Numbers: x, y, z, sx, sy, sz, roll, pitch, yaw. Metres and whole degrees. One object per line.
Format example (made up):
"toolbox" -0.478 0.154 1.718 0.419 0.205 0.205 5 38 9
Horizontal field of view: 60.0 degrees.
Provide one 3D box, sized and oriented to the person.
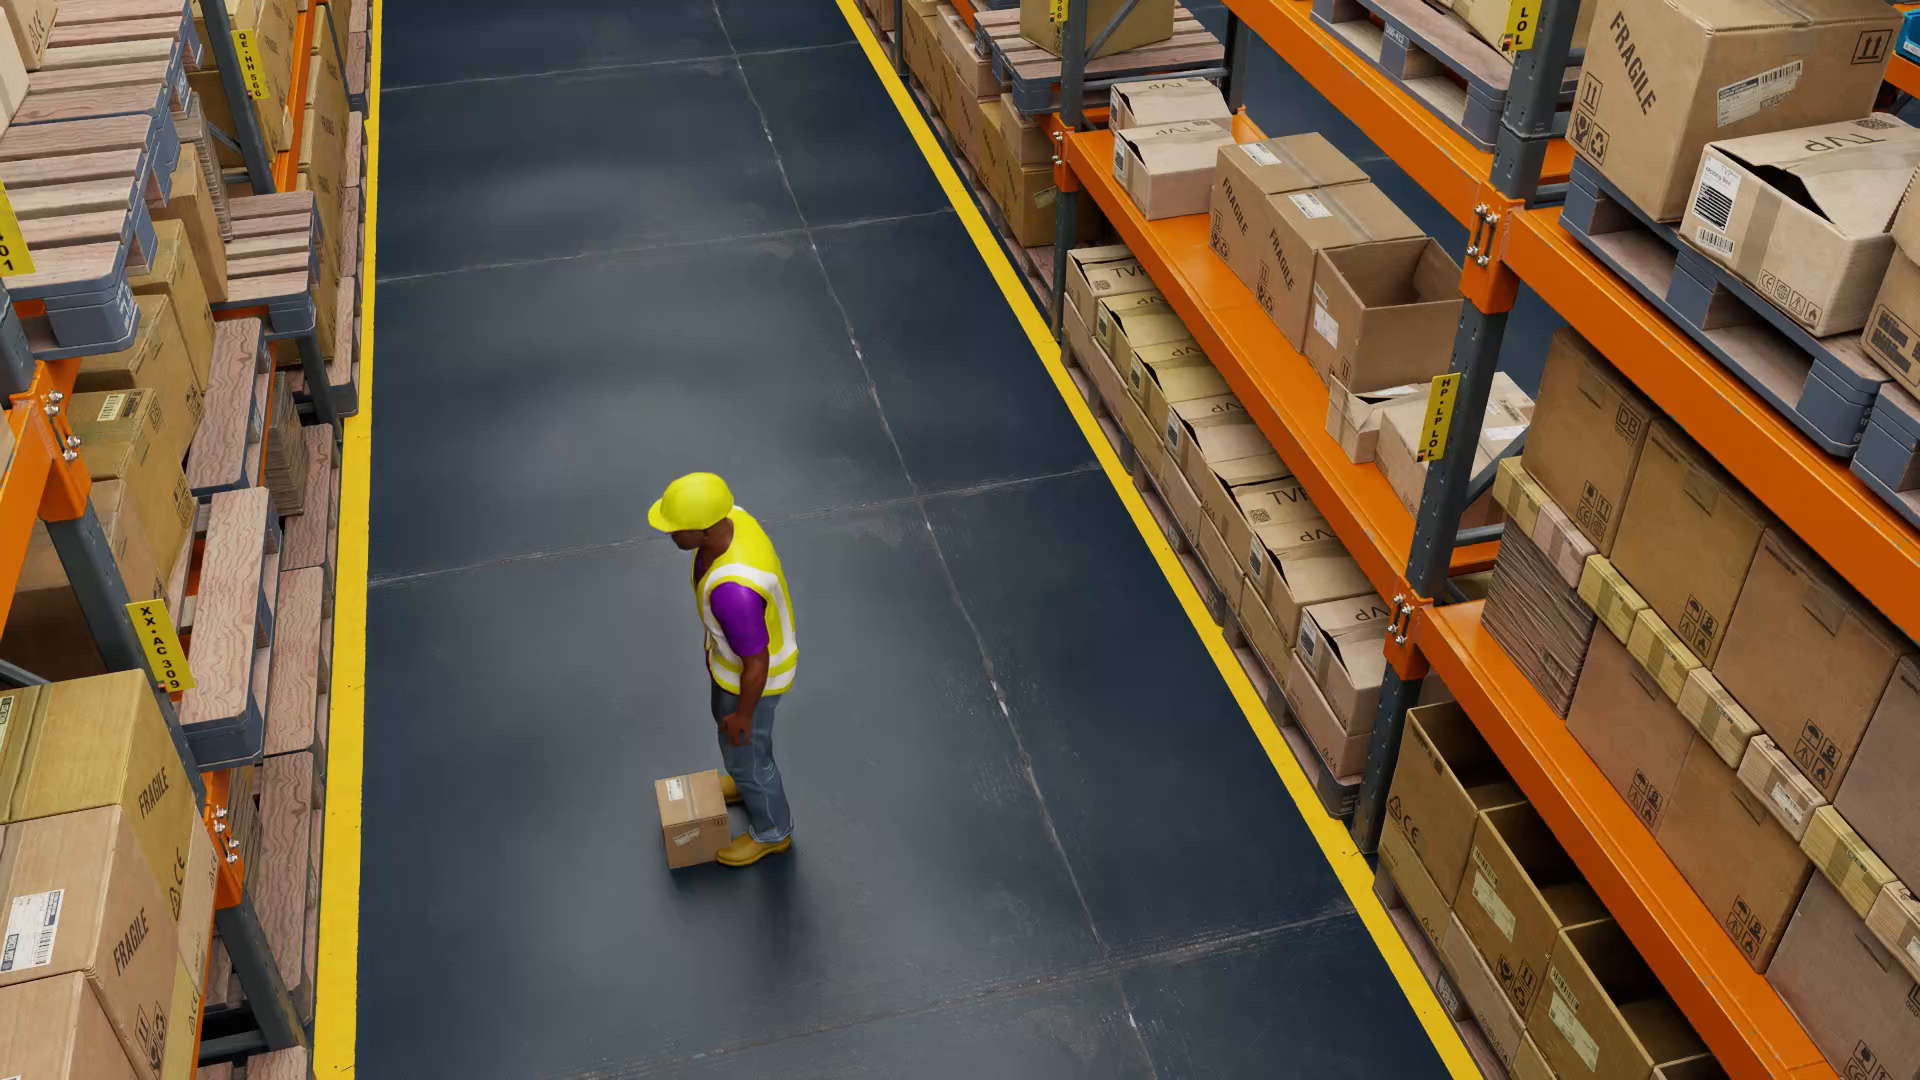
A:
"person" -0.831 0.460 6.110 0.460 1.761 0.627 -9 39 -11
